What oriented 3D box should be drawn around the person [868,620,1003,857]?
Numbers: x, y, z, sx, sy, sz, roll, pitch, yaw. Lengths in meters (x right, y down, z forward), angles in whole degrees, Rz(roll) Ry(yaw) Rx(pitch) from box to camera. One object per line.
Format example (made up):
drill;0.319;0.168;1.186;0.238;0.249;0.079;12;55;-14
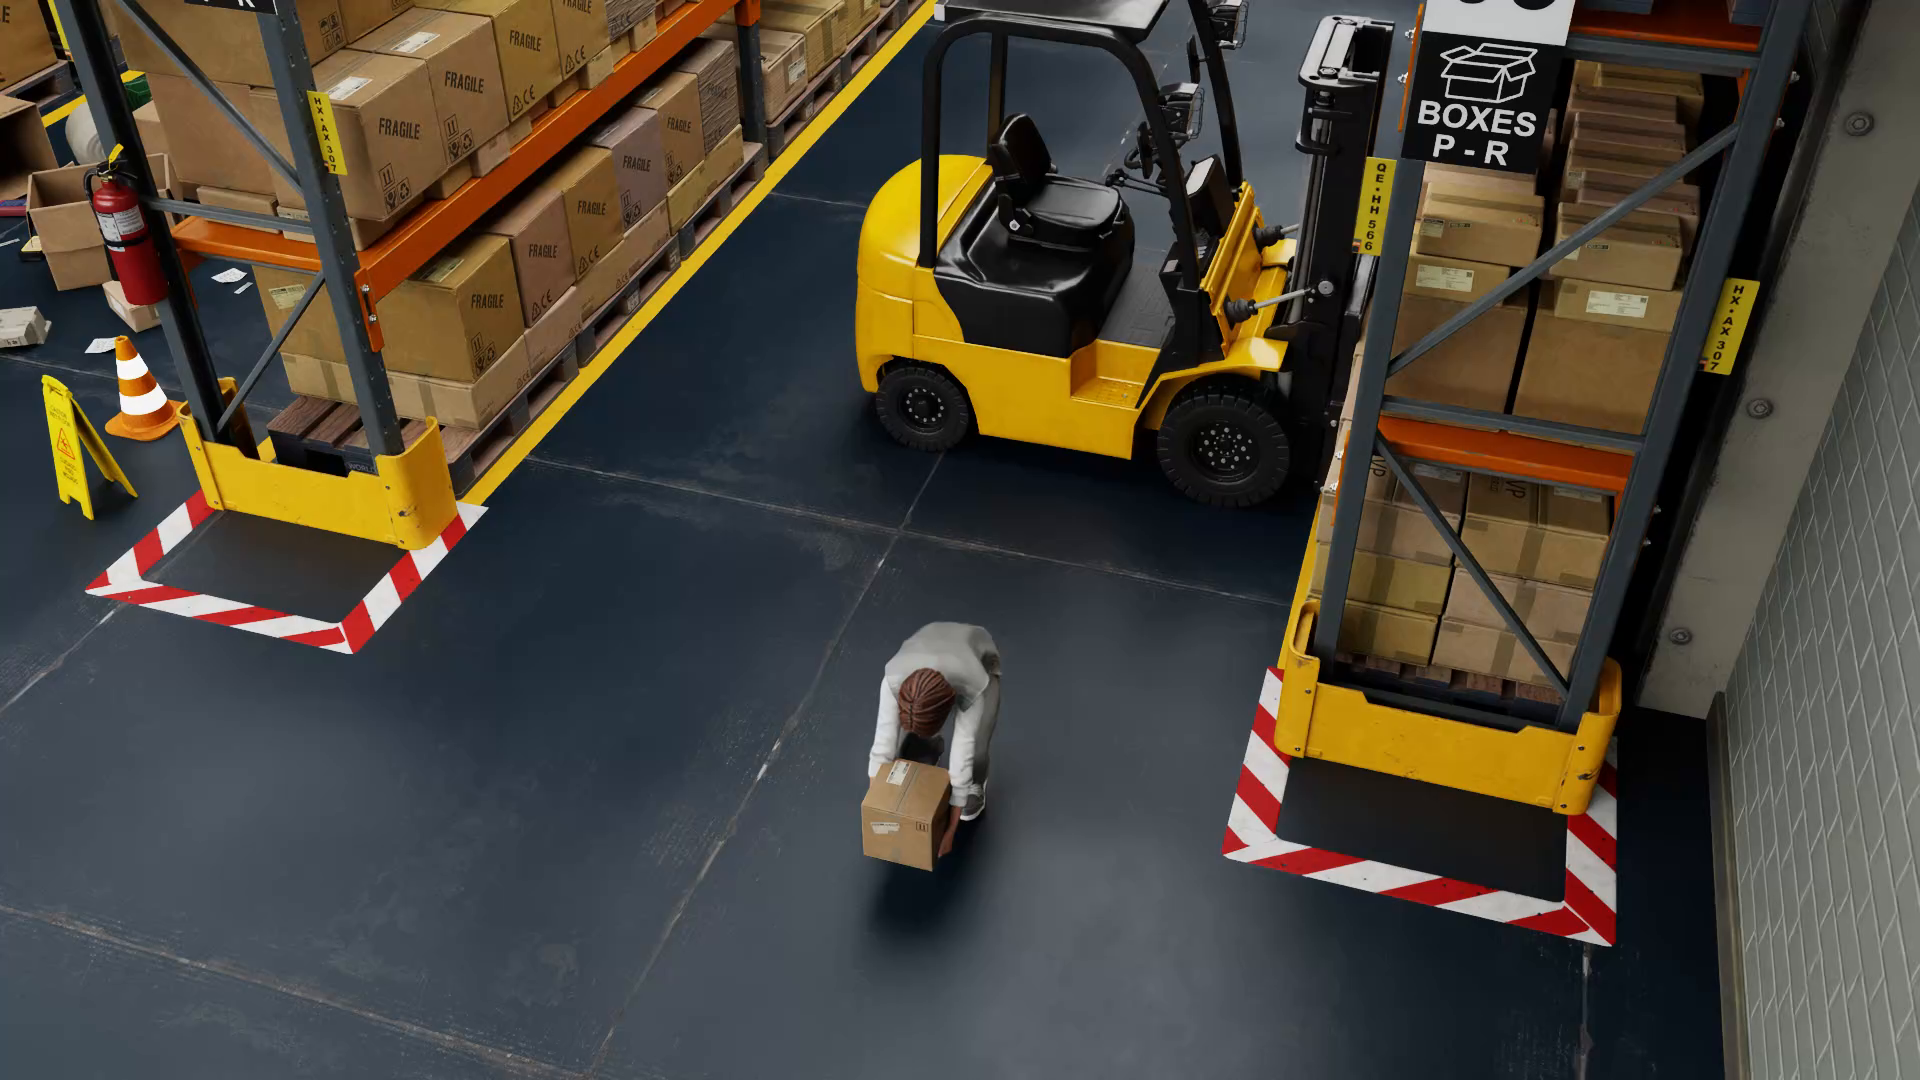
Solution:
person;-0.081;0.648;5.897;0.419;0.896;0.835;10;39;13
